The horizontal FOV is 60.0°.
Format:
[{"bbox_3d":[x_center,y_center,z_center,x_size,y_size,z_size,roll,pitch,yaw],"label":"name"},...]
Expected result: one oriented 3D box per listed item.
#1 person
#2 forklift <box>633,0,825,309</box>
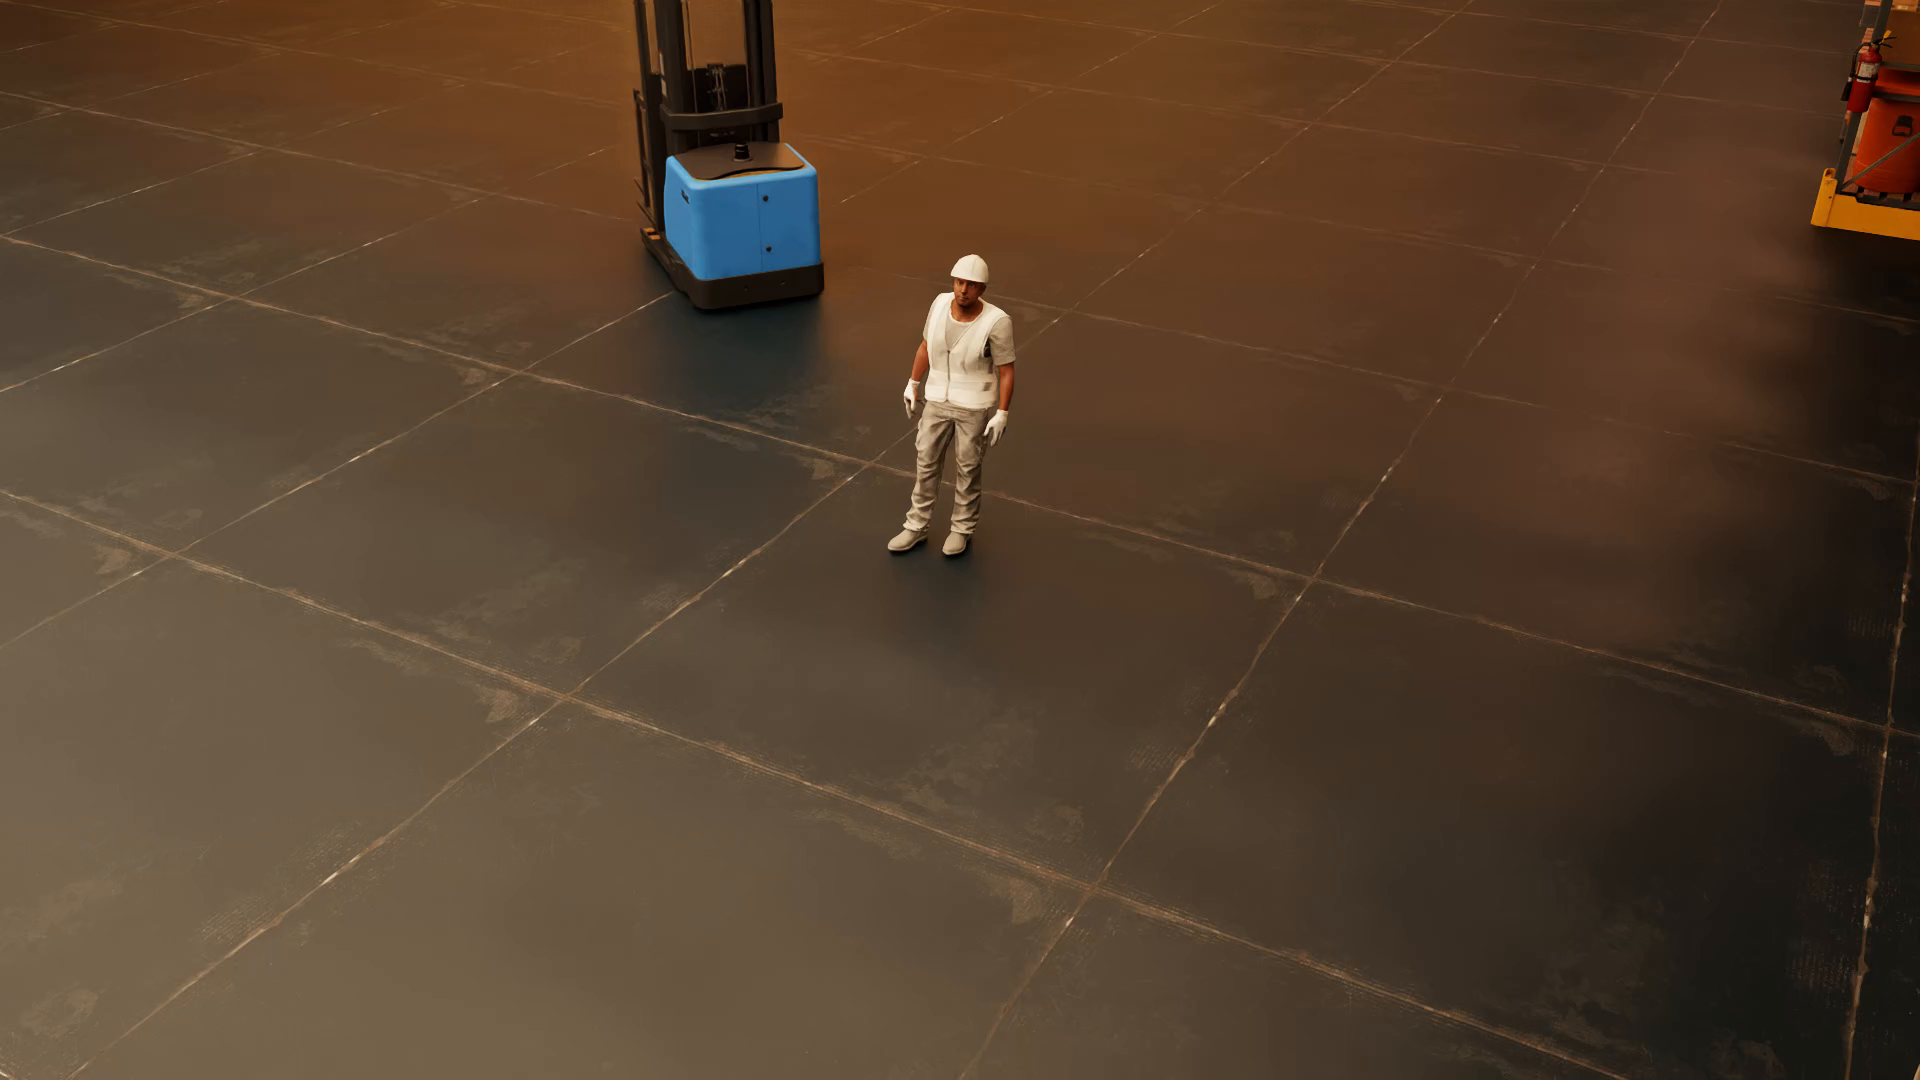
[{"bbox_3d":[-0.042,-0.750,9.503,0.656,1.782,0.577,15,33,25],"label":"person"},{"bbox_3d":[-2.117,-3.788,13.634,1.130,2.935,3.031,-12,32,-19],"label":"forklift"}]
